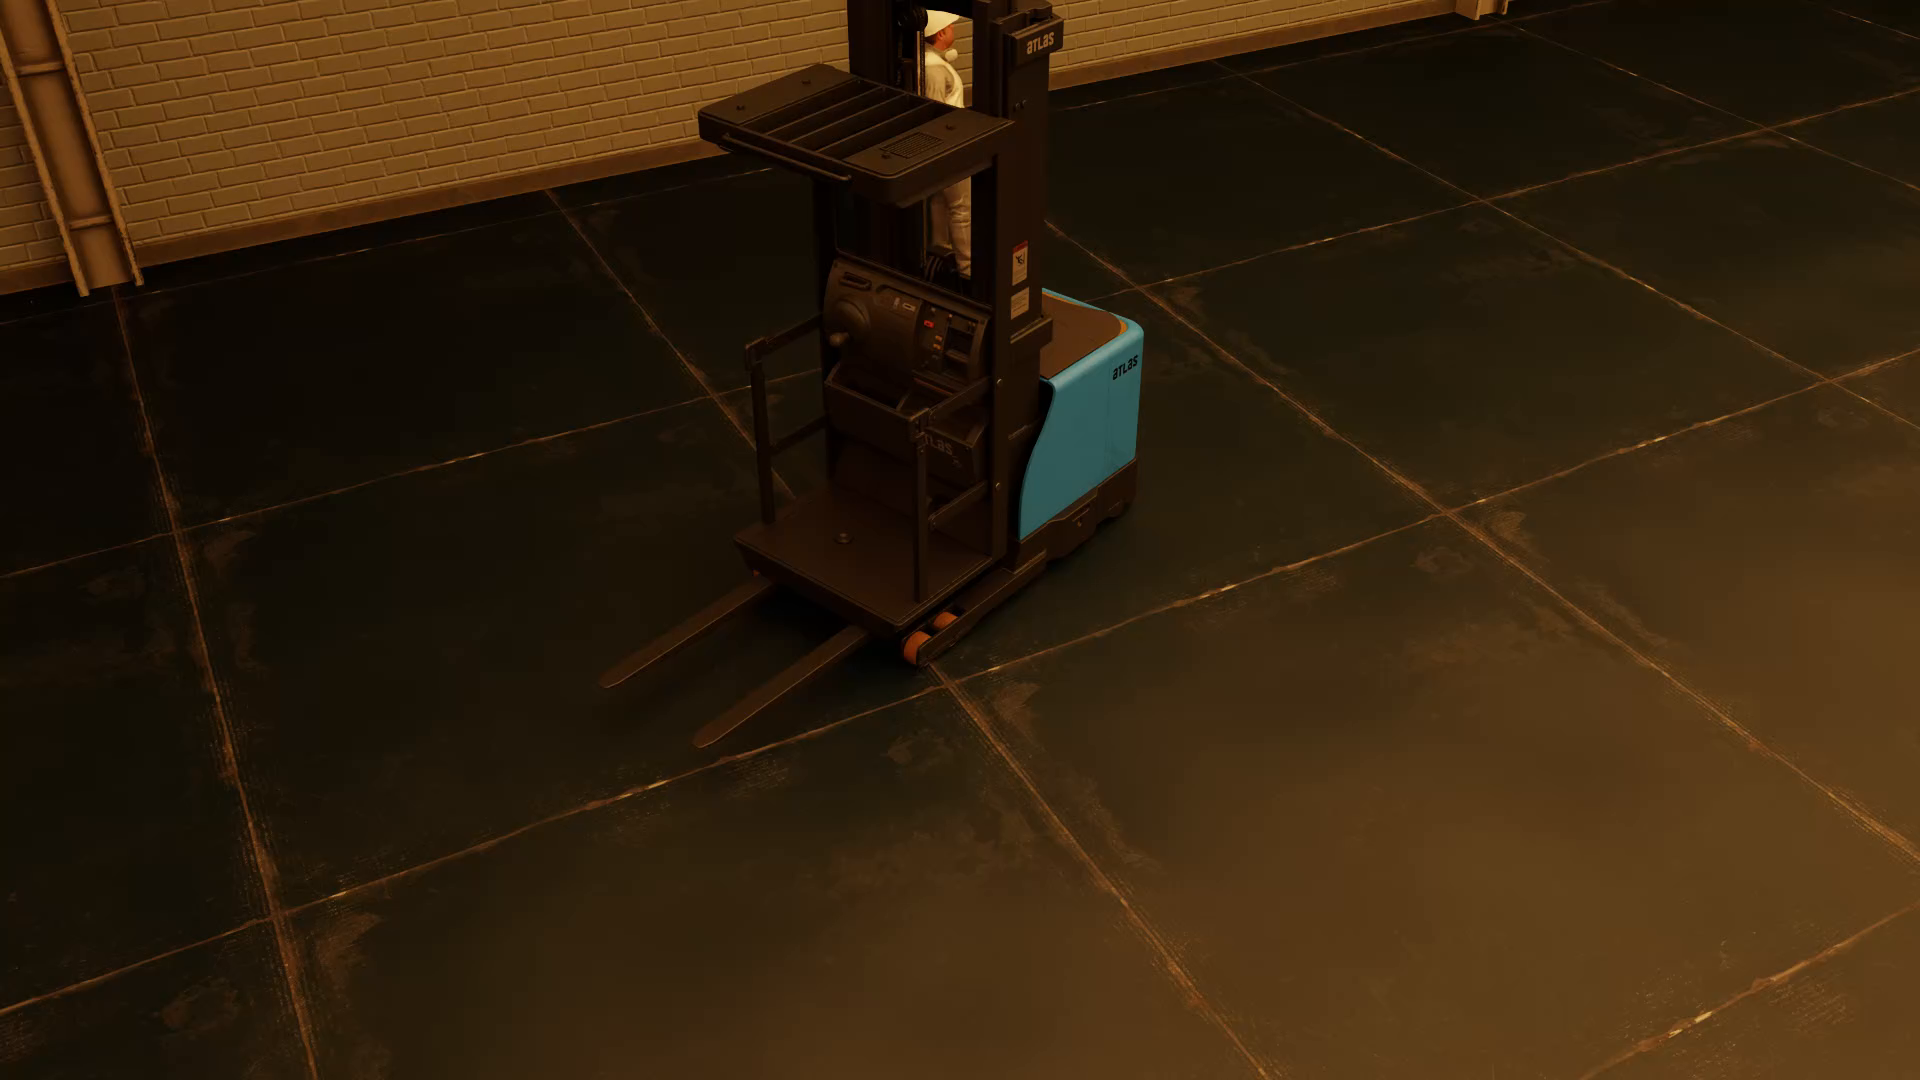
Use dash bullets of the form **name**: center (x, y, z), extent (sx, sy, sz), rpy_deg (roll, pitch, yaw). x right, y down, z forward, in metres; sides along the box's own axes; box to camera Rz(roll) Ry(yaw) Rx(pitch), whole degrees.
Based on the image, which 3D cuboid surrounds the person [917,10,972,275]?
- **person**: center (-0.030, -2.579, 10.761), extent (0.570, 1.773, 0.630), rpy_deg (-7, 36, -9)

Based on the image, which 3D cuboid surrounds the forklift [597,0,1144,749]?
- **forklift**: center (-0.390, -0.927, 7.434), extent (1.130, 2.935, 3.031), rpy_deg (26, 43, 31)
